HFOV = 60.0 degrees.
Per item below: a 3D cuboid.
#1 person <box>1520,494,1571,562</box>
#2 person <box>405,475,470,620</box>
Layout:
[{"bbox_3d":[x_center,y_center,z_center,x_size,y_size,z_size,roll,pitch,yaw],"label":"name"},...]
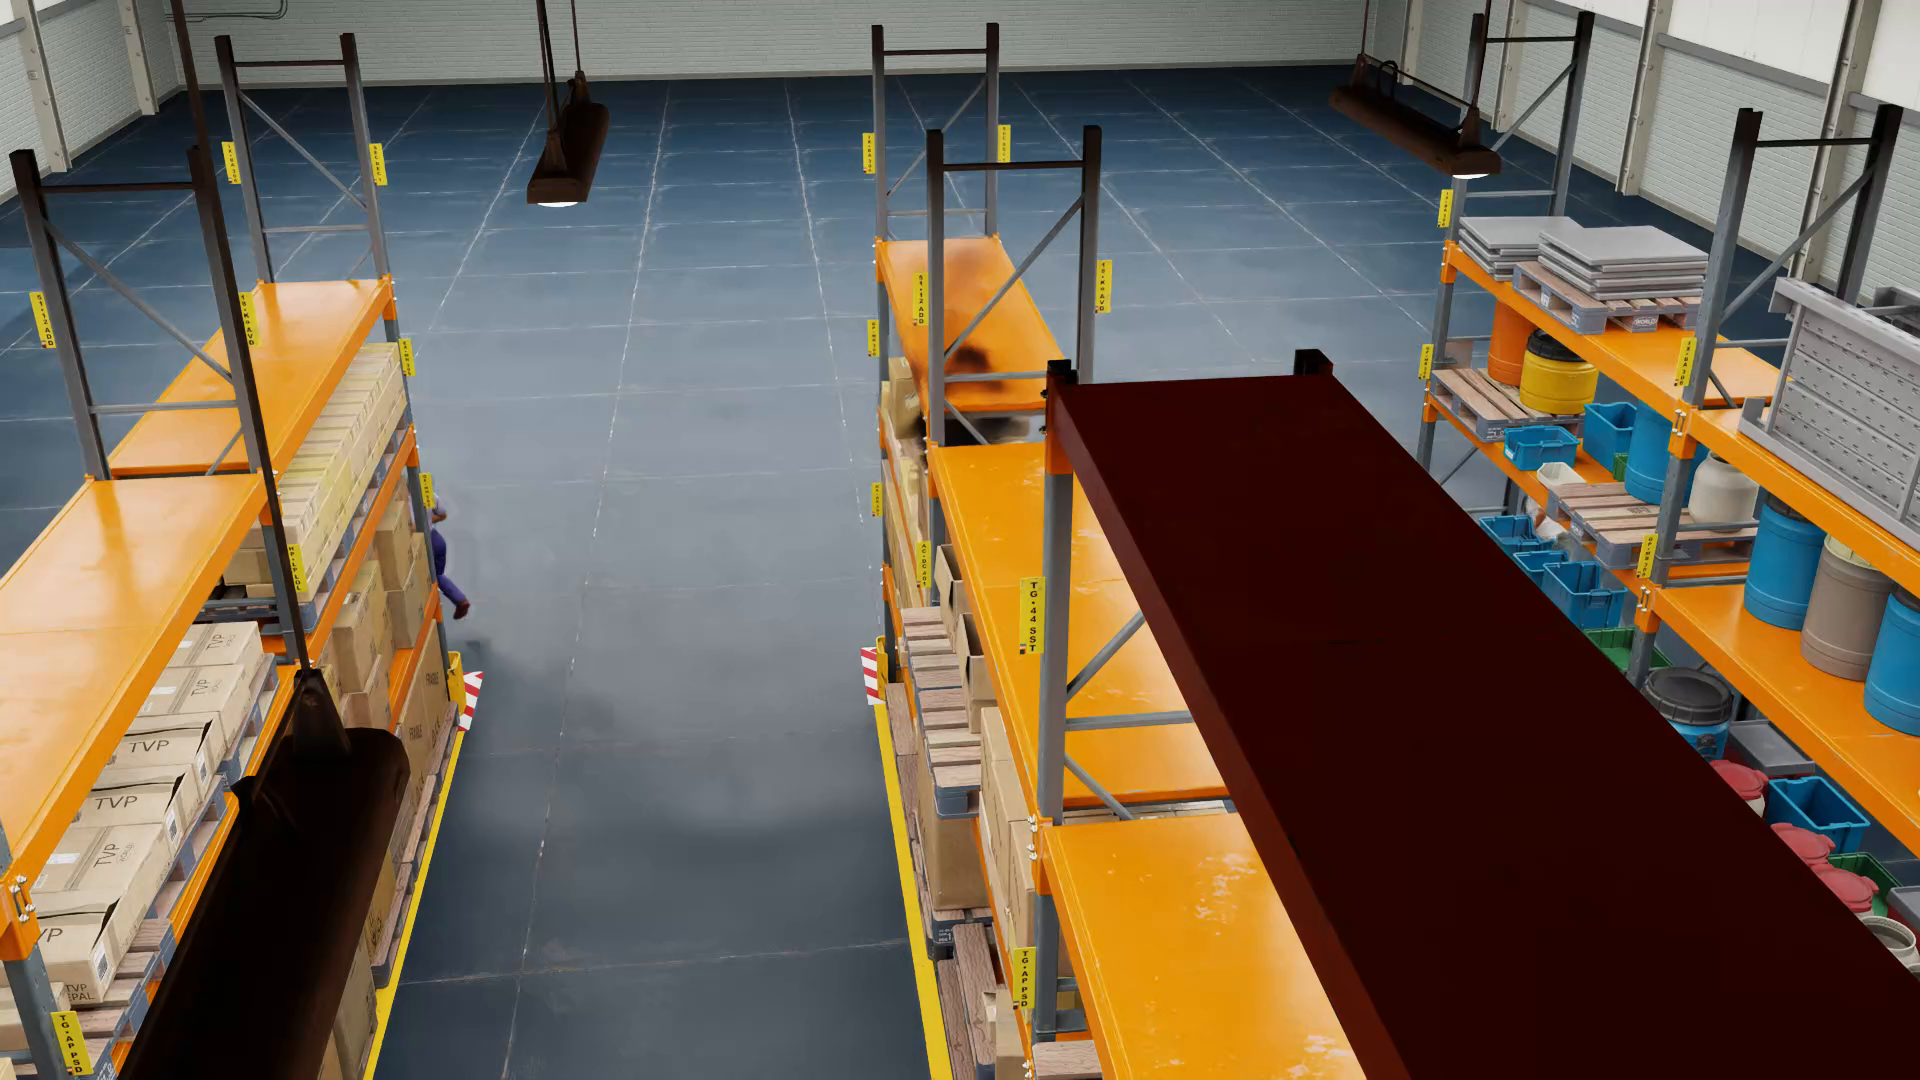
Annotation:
[{"bbox_3d":[5.921,-0.085,16.794,0.695,1.686,0.845,-11,28,-22],"label":"person"},{"bbox_3d":[-5.271,0.108,16.388,0.898,1.652,0.622,17,30,31],"label":"person"}]
